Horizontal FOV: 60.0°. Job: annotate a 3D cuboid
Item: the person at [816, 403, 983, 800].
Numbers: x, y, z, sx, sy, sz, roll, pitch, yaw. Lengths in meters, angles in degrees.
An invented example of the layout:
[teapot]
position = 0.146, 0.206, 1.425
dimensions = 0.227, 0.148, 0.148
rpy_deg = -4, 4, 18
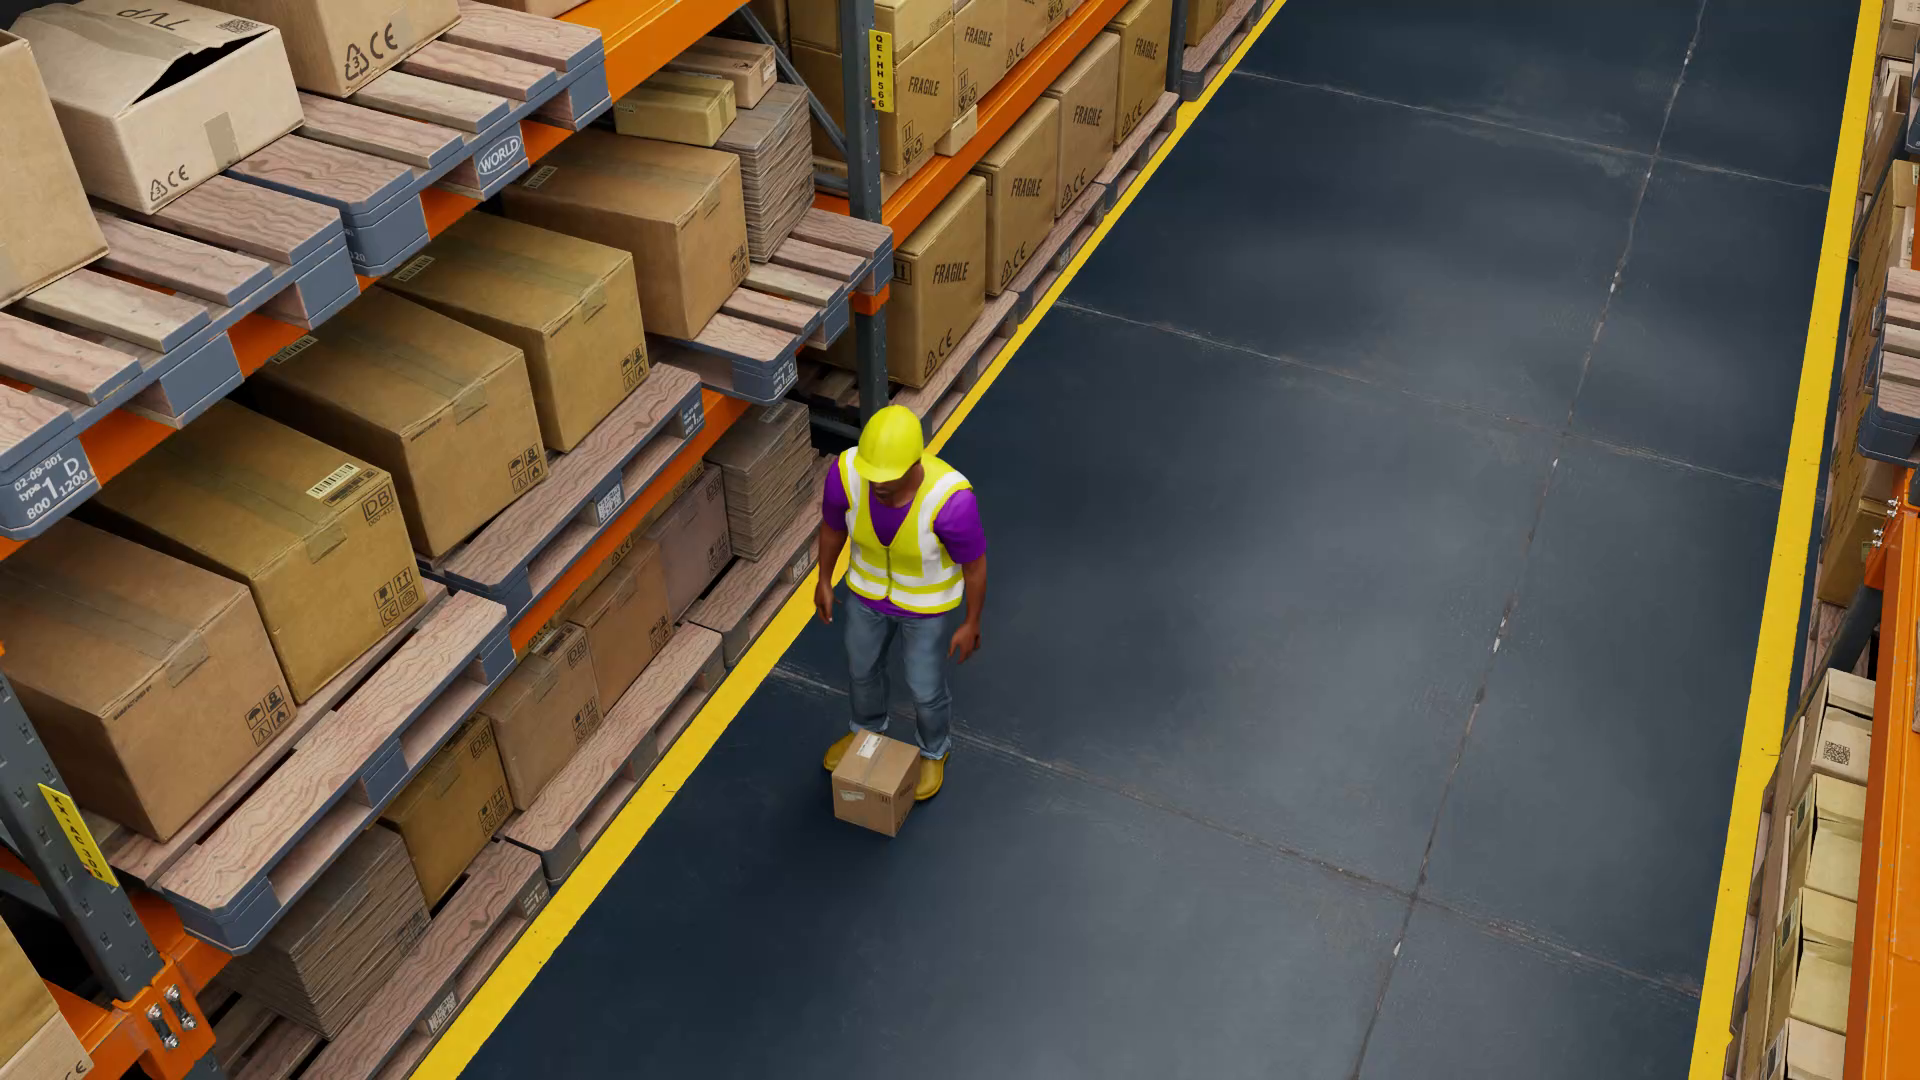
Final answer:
[person]
position = -0.230, 0.207, 5.914
dimensions = 0.626, 1.760, 0.461
rpy_deg = 17, 45, 18
